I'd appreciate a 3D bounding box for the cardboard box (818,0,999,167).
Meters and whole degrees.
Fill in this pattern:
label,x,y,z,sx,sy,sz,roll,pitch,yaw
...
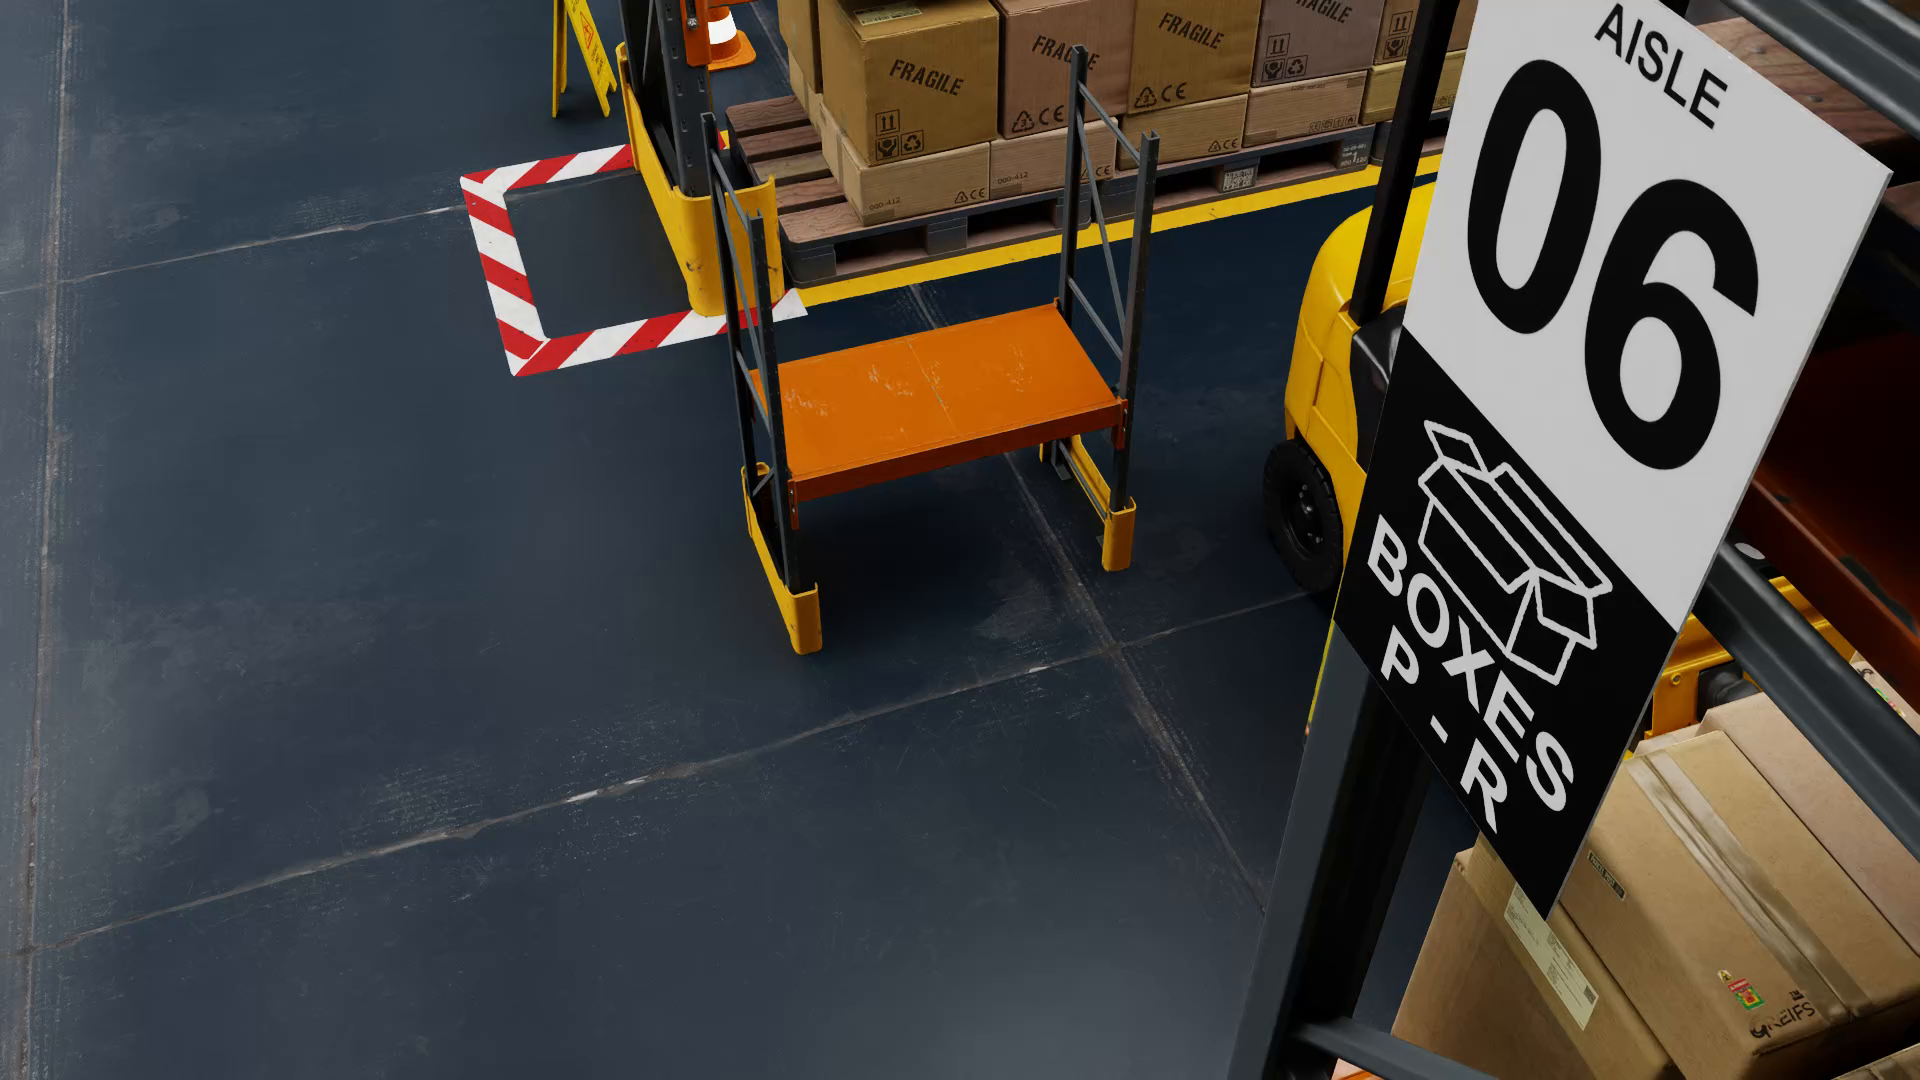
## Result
label,x,y,z,sx,sy,sz,roll,pitch,yaw
cardboard box,-0.187,-1.730,5.971,0.500,0.500,0.500,-16,47,-15

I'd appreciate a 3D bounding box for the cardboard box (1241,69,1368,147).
label,x,y,z,sx,sy,sz,roll,pitch,yaw
cardboard box,1.258,-1.836,6.607,0.500,0.250,0.500,-14,47,-13

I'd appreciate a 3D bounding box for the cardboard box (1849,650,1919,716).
label,x,y,z,sx,sy,sz,roll,pitch,yaw
cardboard box,1.350,0.278,2.117,0.250,0.149,0.380,-13,47,-13

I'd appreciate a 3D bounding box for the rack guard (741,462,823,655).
label,x,y,z,sx,sy,sz,roll,pitch,yaw
rack guard,-0.540,0.050,5.024,0.087,0.250,0.587,-14,47,-14

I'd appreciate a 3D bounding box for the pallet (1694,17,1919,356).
label,x,y,z,sx,sy,sz,roll,pitch,yaw
pallet,1.301,-0.146,1.222,1.213,0.211,1.003,-14,47,-14

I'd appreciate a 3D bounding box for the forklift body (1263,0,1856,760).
label,x,y,z,sx,sy,sz,roll,pitch,yaw
forklift body,1.791,-0.337,4.068,1.214,2.155,2.313,-14,47,-14

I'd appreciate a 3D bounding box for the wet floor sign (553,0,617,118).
label,x,y,z,sx,sy,sz,roll,pitch,yaw
wet floor sign,-1.604,-2.108,6.895,0.232,0.644,0.267,0,45,0

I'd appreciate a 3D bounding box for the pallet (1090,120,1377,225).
label,x,y,z,sx,sy,sz,roll,pitch,yaw
pallet,0.931,-1.768,6.863,1.213,0.211,1.003,-14,47,-14

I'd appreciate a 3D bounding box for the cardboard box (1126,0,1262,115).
label,x,y,z,sx,sy,sz,roll,pitch,yaw
cardboard box,0.777,-1.974,6.215,0.500,0.500,0.500,-13,47,-13

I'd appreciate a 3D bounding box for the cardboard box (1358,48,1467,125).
label,x,y,z,sx,sy,sz,roll,pitch,yaw
cardboard box,1.738,-1.955,6.726,0.500,0.250,0.500,-15,47,-15

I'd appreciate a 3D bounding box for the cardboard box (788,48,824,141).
label,x,y,z,sx,sy,sz,roll,pitch,yaw
cardboard box,-0.371,-1.828,6.599,0.500,0.250,0.500,-15,47,-14

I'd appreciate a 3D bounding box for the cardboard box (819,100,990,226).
label,x,y,z,sx,sy,sz,roll,pitch,yaw
cardboard box,-0.210,-1.459,6.231,0.500,0.250,0.500,-15,47,-14

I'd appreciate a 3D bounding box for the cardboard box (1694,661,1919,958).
label,x,y,z,sx,sy,sz,roll,pitch,yaw
cardboard box,1.113,0.359,2.036,0.250,0.149,0.380,-14,47,-14

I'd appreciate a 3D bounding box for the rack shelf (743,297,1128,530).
label,x,y,z,sx,sy,sz,roll,pitch,yaw
rack shelf,-0.080,-0.382,4.826,1.000,0.185,0.538,-14,47,-14

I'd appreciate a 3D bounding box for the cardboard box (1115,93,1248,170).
label,x,y,z,sx,sy,sz,roll,pitch,yaw
cardboard box,0.782,-1.716,6.488,0.500,0.250,0.500,-11,46,-11

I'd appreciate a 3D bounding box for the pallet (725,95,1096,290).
label,x,y,z,sx,sy,sz,roll,pitch,yaw
pallet,-0.215,-1.477,6.573,1.213,0.211,1.003,-14,47,-14

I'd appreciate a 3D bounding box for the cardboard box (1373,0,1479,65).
label,x,y,z,sx,sy,sz,roll,pitch,yaw
cardboard box,1.757,-2.231,6.471,0.500,0.500,0.500,-14,47,-13

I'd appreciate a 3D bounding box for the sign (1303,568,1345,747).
label,x,y,z,sx,sy,sz,roll,pitch,yaw
sign,0.455,0.177,1.971,0.005,0.325,0.100,-14,47,-14

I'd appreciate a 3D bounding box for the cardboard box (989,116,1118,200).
label,x,y,z,sx,sy,sz,roll,pitch,yaw
cardboard box,0.273,-1.577,6.348,0.500,0.250,0.500,-13,46,-12

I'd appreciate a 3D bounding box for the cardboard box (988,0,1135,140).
label,x,y,z,sx,sy,sz,roll,pitch,yaw
cardboard box,0.303,-1.858,6.100,0.500,0.500,0.500,-16,47,-15

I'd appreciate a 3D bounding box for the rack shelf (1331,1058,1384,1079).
label,x,y,z,sx,sy,sz,roll,pitch,yaw
rack shelf,2.508,0.807,2.835,4.000,0.370,1.077,-14,47,-14

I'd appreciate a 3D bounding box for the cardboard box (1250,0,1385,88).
label,x,y,z,sx,sy,sz,roll,pitch,yaw
cardboard box,1.277,-2.108,6.348,0.500,0.500,0.500,-12,46,-12

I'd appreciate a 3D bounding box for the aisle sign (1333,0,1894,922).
label,x,y,z,sx,sy,sz,roll,pitch,yaw
aisle sign,0.465,-0.063,1.360,0.004,0.787,0.394,-14,47,-14

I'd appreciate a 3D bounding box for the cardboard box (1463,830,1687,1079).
label,x,y,z,sx,sy,sz,roll,pitch,yaw
cardboard box,0.858,0.500,2.105,0.250,0.149,0.380,-14,47,-13

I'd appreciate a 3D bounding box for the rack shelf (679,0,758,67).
label,x,y,z,sx,sy,sz,roll,pitch,yaw
rack shelf,0.819,-2.499,6.130,4.000,0.370,1.077,-14,47,-14

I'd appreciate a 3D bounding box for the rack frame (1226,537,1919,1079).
label,x,y,z,sx,sy,sz,roll,pitch,yaw
rack frame,0.627,1.034,2.101,0.127,3.000,1.000,-14,47,-14

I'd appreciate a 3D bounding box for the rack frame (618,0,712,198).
label,x,y,z,sx,sy,sz,roll,pitch,yaw
rack frame,-1.062,-2.271,5.396,0.127,3.000,1.000,-14,47,-14

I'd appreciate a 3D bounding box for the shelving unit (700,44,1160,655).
label,x,y,z,sx,sy,sz,roll,pitch,yaw
shelving unit,-0.072,-0.511,4.701,1.083,1.500,0.587,-14,47,-14

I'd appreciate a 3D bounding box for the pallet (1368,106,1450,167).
label,x,y,z,sx,sy,sz,roll,pitch,yaw
pallet,2.080,-2.064,7.158,1.213,0.211,1.003,-14,47,-14

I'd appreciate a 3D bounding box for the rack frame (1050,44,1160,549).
label,x,y,z,sx,sy,sz,roll,pitch,yaw
rack frame,0.398,-0.631,4.820,0.032,1.500,0.500,-14,47,-14

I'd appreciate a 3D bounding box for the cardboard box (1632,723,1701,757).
label,x,y,z,sx,sy,sz,roll,pitch,yaw
cardboard box,1.088,0.419,2.186,0.250,0.149,0.380,-14,47,-13

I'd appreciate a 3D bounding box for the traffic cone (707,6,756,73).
label,x,y,z,sx,sy,sz,roll,pitch,yaw
traffic cone,-1.096,-2.339,7.254,0.334,0.463,0.336,-14,47,-14

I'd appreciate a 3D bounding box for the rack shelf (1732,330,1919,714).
label,x,y,z,sx,sy,sz,roll,pitch,yaw
rack shelf,2.508,-0.251,1.773,4.000,0.370,1.077,-14,47,-14

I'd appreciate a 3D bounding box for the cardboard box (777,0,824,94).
label,x,y,z,sx,sy,sz,roll,pitch,yaw
cardboard box,-0.397,-2.080,6.321,0.500,0.500,0.500,-14,47,-14

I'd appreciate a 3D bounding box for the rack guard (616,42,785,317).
label,x,y,z,sx,sy,sz,roll,pitch,yaw
rack guard,-0.991,-1.407,6.300,0.348,0.500,1.175,-14,47,-14

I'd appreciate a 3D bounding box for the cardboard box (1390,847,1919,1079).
label,x,y,z,sx,sy,sz,roll,pitch,yaw
cardboard box,1.000,0.706,2.358,0.500,0.500,0.500,-15,47,-15

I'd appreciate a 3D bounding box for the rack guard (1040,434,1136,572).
label,x,y,z,sx,sy,sz,roll,pitch,yaw
rack guard,0.397,-0.190,5.263,0.087,0.250,0.587,-14,47,-14

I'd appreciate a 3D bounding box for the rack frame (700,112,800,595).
label,x,y,z,sx,sy,sz,roll,pitch,yaw
rack frame,-0.558,-0.387,4.576,0.032,1.500,0.500,-14,47,-14

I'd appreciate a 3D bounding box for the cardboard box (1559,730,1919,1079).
label,x,y,z,sx,sy,sz,roll,pitch,yaw
cardboard box,0.892,0.439,1.956,0.250,0.149,0.380,-14,47,-14
